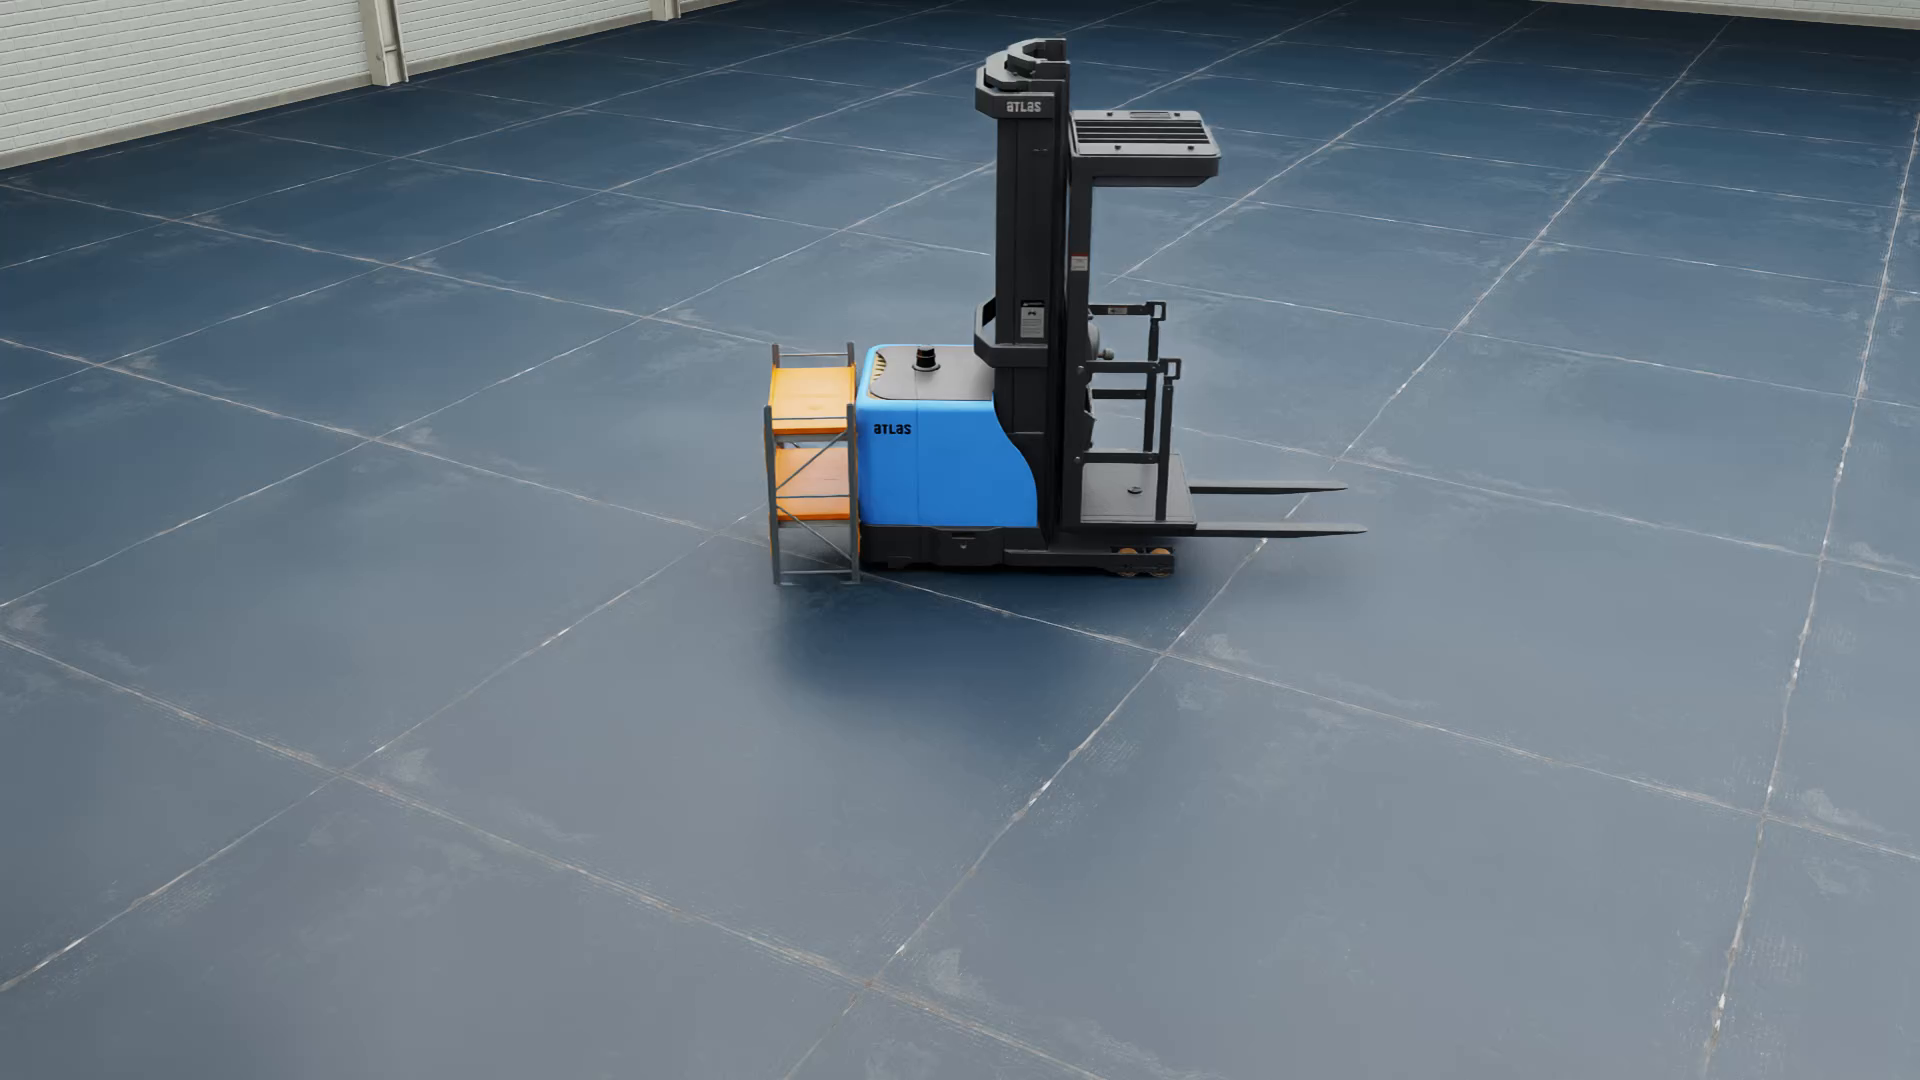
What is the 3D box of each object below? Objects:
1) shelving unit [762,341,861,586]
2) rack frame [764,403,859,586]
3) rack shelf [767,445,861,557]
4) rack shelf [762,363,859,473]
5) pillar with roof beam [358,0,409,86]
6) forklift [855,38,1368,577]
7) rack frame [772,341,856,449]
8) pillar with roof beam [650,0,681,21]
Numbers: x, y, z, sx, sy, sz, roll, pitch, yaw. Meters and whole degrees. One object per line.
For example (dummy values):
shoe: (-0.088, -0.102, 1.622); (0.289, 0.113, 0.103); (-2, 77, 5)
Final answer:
shelving unit: (-0.868, -0.473, 9.938); (0.538, 1.125, 1.048); (-1, 27, -3)
rack frame: (-0.839, -0.246, 9.484); (0.500, 1.125, 0.032); (-1, 27, -3)
rack shelf: (-0.868, -0.254, 10.048); (0.538, 0.278, 1.000); (-1, 27, -3)
rack shelf: (-0.868, -0.735, 9.807); (0.538, 0.278, 1.000); (-1, 27, -3)
pillar with roof beam: (-4.051, -9.336, 18.848); (9.100, 9.000, 0.400); (14, 30, 26)
forklift: (0.915, -1.333, 9.638); (3.031, 2.935, 1.130); (1, 27, 1)
rack frame: (-0.898, -0.700, 10.392); (0.500, 1.125, 0.032); (-1, 27, -3)
pillar with roof beam: (-1.100, -11.674, 23.519); (9.100, 9.000, 0.400); (14, 30, 26)
